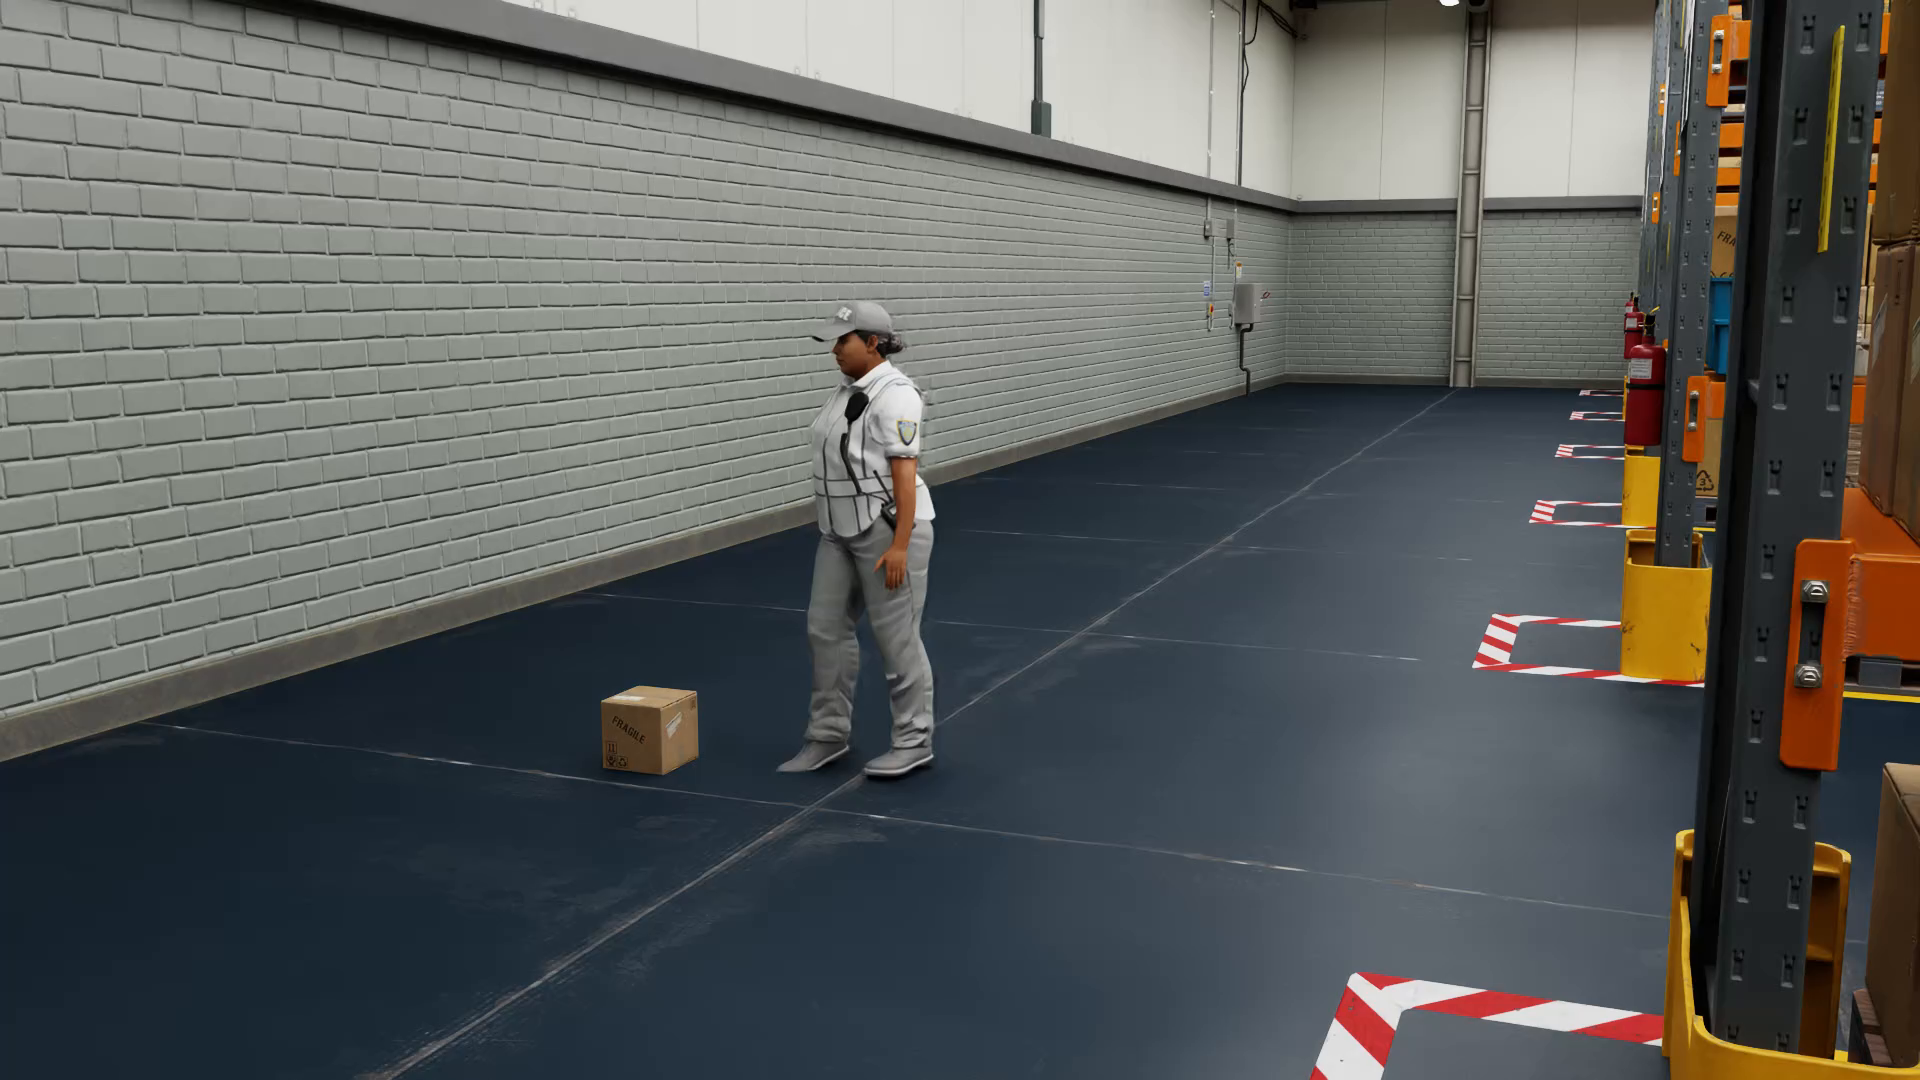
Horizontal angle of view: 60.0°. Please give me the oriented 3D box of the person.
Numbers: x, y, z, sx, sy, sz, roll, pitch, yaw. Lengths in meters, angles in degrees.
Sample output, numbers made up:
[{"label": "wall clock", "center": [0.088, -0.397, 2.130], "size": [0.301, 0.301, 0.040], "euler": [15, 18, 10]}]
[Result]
[{"label": "person", "center": [-0.359, 0.018, 5.838], "size": [0.521, 1.707, 0.489], "euler": [-6, 11, -34]}]
